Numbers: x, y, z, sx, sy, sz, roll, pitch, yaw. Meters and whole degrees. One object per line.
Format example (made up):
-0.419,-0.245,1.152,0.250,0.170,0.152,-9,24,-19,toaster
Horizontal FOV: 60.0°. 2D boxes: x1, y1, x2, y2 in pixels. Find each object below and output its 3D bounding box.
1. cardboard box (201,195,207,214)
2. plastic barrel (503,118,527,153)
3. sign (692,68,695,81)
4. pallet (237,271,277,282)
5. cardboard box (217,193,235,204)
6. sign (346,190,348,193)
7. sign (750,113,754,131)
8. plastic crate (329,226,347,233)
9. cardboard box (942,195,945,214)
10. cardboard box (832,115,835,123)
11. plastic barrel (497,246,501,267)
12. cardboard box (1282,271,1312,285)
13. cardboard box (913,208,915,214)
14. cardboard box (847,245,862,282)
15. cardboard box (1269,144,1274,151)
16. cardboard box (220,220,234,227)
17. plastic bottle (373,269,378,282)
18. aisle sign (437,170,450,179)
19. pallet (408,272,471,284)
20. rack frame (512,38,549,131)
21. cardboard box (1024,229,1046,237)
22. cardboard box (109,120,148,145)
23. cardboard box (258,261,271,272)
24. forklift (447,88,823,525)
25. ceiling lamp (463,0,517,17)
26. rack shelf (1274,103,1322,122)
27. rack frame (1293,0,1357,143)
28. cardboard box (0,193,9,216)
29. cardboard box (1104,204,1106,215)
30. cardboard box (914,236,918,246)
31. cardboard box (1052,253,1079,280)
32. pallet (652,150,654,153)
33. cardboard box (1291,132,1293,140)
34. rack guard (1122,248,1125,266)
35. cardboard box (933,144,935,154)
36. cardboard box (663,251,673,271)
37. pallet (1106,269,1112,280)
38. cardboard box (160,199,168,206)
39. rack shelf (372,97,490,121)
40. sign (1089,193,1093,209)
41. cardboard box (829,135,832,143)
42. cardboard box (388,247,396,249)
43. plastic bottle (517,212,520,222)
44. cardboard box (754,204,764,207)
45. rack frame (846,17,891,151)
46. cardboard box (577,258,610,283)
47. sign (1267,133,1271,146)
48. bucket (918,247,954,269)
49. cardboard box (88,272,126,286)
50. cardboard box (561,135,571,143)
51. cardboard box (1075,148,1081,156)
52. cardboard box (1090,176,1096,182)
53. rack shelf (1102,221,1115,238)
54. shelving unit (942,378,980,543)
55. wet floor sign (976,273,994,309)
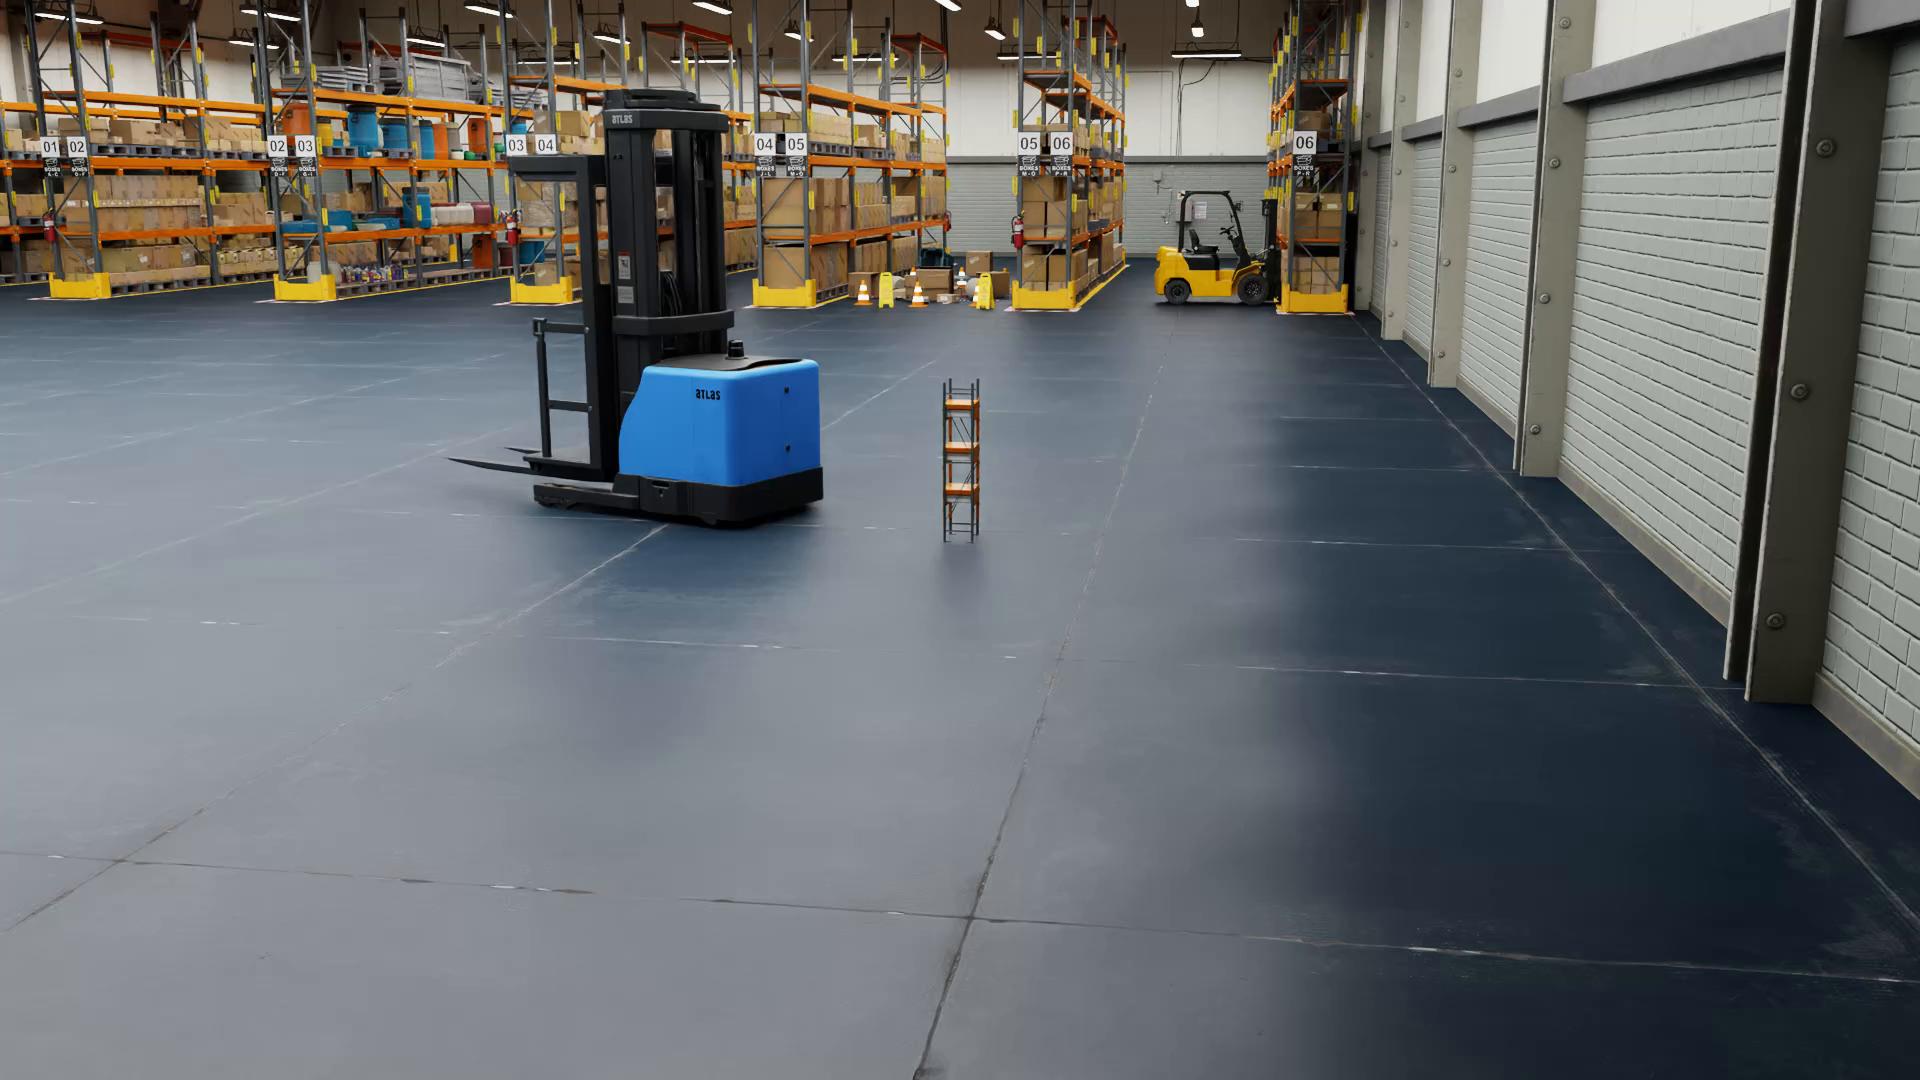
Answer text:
-20.889,-9.208,45.607,0.500,0.500,0.500,2,12,8,cardboard box
-11.389,-10.343,42.561,0.600,0.901,0.708,2,12,9,plastic barrel
-6.928,-12.116,43.261,0.100,0.325,0.005,2,12,9,sign
-17.142,-6.329,39.860,1.003,0.211,1.213,2,12,9,pallet
-20.967,-9.367,46.625,0.980,0.700,0.700,2,12,10,cardboard box
-16.709,-9.387,45.377,0.100,0.325,0.005,2,12,9,sign
-3.878,-7.828,31.161,0.100,0.325,0.005,2,12,9,sign
-12.668,-6.336,33.898,0.298,0.136,0.250,2,12,9,plastic crate
-0.698,-9.370,46.407,0.500,0.500,0.500,2,12,10,cardboard box
-2.703,-8.364,33.034,0.380,0.149,0.250,2,12,9,cardboard box
-11.836,-7.166,42.034,0.421,0.512,0.421,0,12,0,plastic barrel
6.234,-4.864,30.787,0.500,0.250,0.500,2,12,8,cardboard box
-1.364,-8.438,42.627,0.380,0.149,0.250,2,12,7,cardboard box
-2.722,-6.017,36.136,1.050,0.750,0.750,2,12,8,cardboard box
7.800,-9.641,40.851,0.380,0.149,0.250,2,12,9,cardboard box
-17.064,-7.338,38.518,0.380,0.149,0.250,2,12,9,cardboard box
-12.469,-5.630,35.428,0.097,0.271,0.097,0,12,0,plastic bottle
-15.243,-11.056,49.004,0.394,0.787,0.004,2,12,9,aisle sign
-12.241,-6.178,39.158,1.003,0.211,1.213,2,12,9,pallet
-11.278,-11.720,44.014,1.000,3.000,0.127,2,12,9,rack frame
1.409,-5.769,31.240,0.380,0.149,0.250,2,12,11,cardboard box
-17.492,-8.576,34.980,0.500,0.500,0.500,2,12,9,cardboard box
-16.859,-6.540,39.750,0.500,0.250,0.500,2,12,10,cardboard box
-2.515,-1.743,12.123,3.031,2.935,1.130,7,14,31,forklift
-9.763,-12.789,35.121,0.800,3.185,2.000,2,12,9,ceiling lamp
8.006,-10.114,39.223,1.077,0.370,4.000,2,12,9,rack shelf
6.468,-8.580,29.445,1.000,3.000,0.127,2,12,9,rack frame
-22.065,-7.637,37.839,0.500,0.500,0.500,2,12,9,cardboard box
3.196,-7.849,39.462,0.500,0.250,0.500,2,12,10,cardboard box
-1.363,-7.631,42.440,0.500,0.250,0.500,2,12,7,cardboard box
2.039,-5.308,32.253,0.500,0.500,0.500,1,12,7,cardboard box
-7.414,-8.461,36.458,1.213,0.211,1.003,2,12,9,pallet
6.295,-7.427,30.579,0.380,0.149,0.250,2,12,7,cardboard box
4.027,-7.921,46.561,1.175,0.500,0.348,2,12,9,rack guard
-0.951,-10.493,44.611,0.500,0.250,0.500,1,12,6,cardboard box
-7.155,-6.531,39.067,0.700,0.500,0.500,1,12,4,cardboard box
3.179,-6.524,40.766,1.003,0.211,1.213,2,12,9,pallet
-17.429,-7.321,36.067,0.380,0.149,0.250,2,12,10,cardboard box
-12.201,-9.923,38.336,1.077,0.370,4.000,2,12,9,rack shelf
2.715,-7.047,34.518,0.100,0.325,0.005,2,12,9,sign
-2.742,-7.921,32.870,0.380,0.149,0.250,2,12,9,cardboard box
-16.249,-8.133,46.948,0.500,0.311,0.500,2,12,9,cardboard box
-11.285,-8.235,42.388,0.097,0.271,0.097,0,12,0,plastic bottle
-5.738,-9.210,46.260,0.500,0.250,0.500,1,12,7,cardboard box
-2.114,-10.545,38.562,1.000,3.000,0.127,2,12,9,rack frame
-7.796,-5.743,35.458,0.500,0.500,0.500,6,14,27,cardboard box
8.392,-10.889,45.206,0.100,0.325,0.005,2,12,9,sign
-0.472,-5.819,35.037,0.726,0.611,0.620,7,4,28,bucket
-17.715,-5.416,34.533,0.500,0.250,0.500,2,12,9,cardboard box
-7.823,-7.817,32.435,0.380,0.149,0.250,2,12,10,cardboard box
2.129,-7.478,32.051,0.380,0.149,0.250,2,12,9,cardboard box
3.289,-9.286,42.811,0.380,0.149,0.250,2,12,10,cardboard box
3.101,-7.537,40.555,1.077,0.370,4.000,2,12,9,rack shelf
0.008,-0.524,10.934,0.215,1.050,0.252,2,12,9,shelving unit
0.476,-4.652,31.045,0.267,0.644,0.232,7,14,28,wet floor sign
